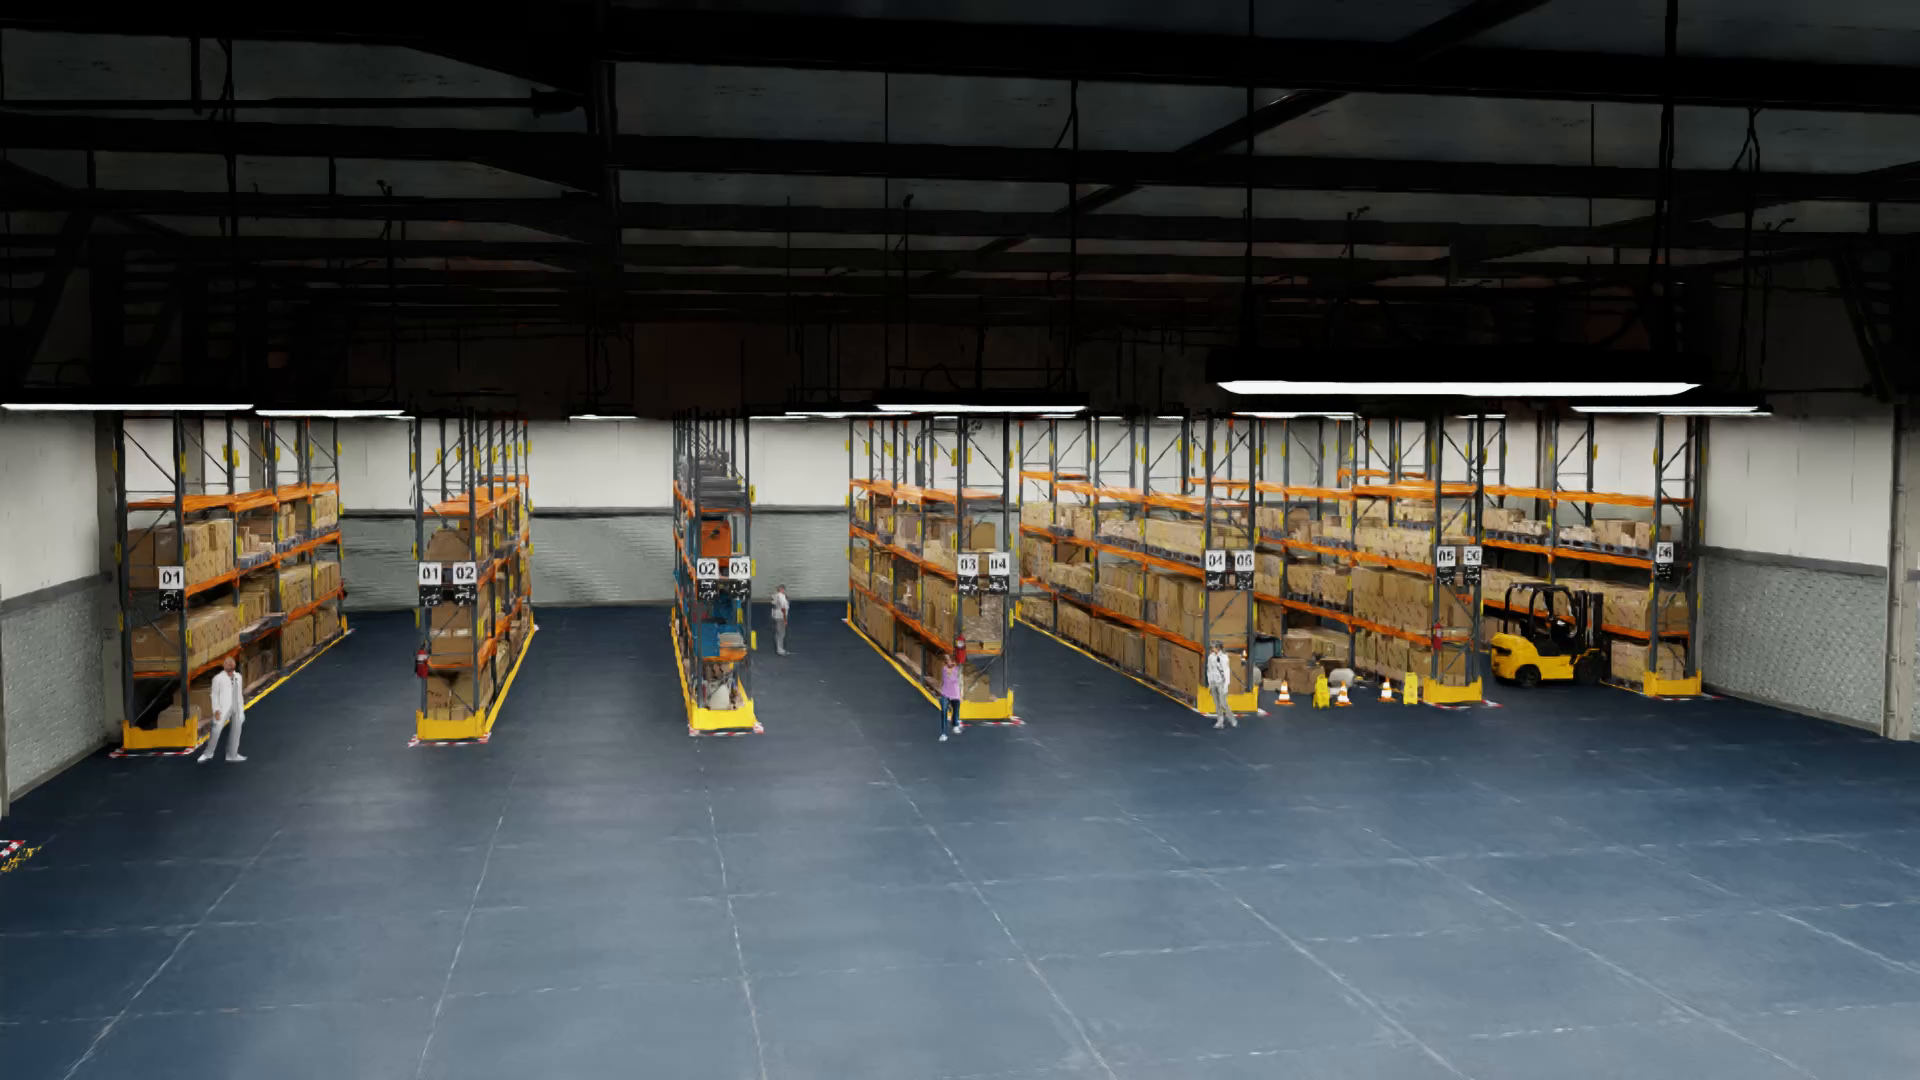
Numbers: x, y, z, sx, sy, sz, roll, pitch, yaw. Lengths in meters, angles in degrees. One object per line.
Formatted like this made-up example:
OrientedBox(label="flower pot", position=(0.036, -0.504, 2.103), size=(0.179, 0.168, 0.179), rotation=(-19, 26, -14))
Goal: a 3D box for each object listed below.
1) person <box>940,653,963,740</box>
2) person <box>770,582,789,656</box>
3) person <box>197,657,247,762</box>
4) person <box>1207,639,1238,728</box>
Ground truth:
OrientedBox(label="person", position=(-0.149, 2.802, 30.051), size=(0.437, 1.543, 0.849), rotation=(0, 4, 5))
OrientedBox(label="person", position=(-4.381, 1.928, 40.826), size=(0.492, 1.767, 0.625), rotation=(-3, 5, -34))
OrientedBox(label="person", position=(-12.420, 2.853, 27.953), size=(0.539, 1.770, 0.782), rotation=(3, 5, 36))
OrientedBox(label="person", position=(4.881, 2.676, 31.051), size=(0.450, 1.659, 0.630), rotation=(-4, 6, -44))
